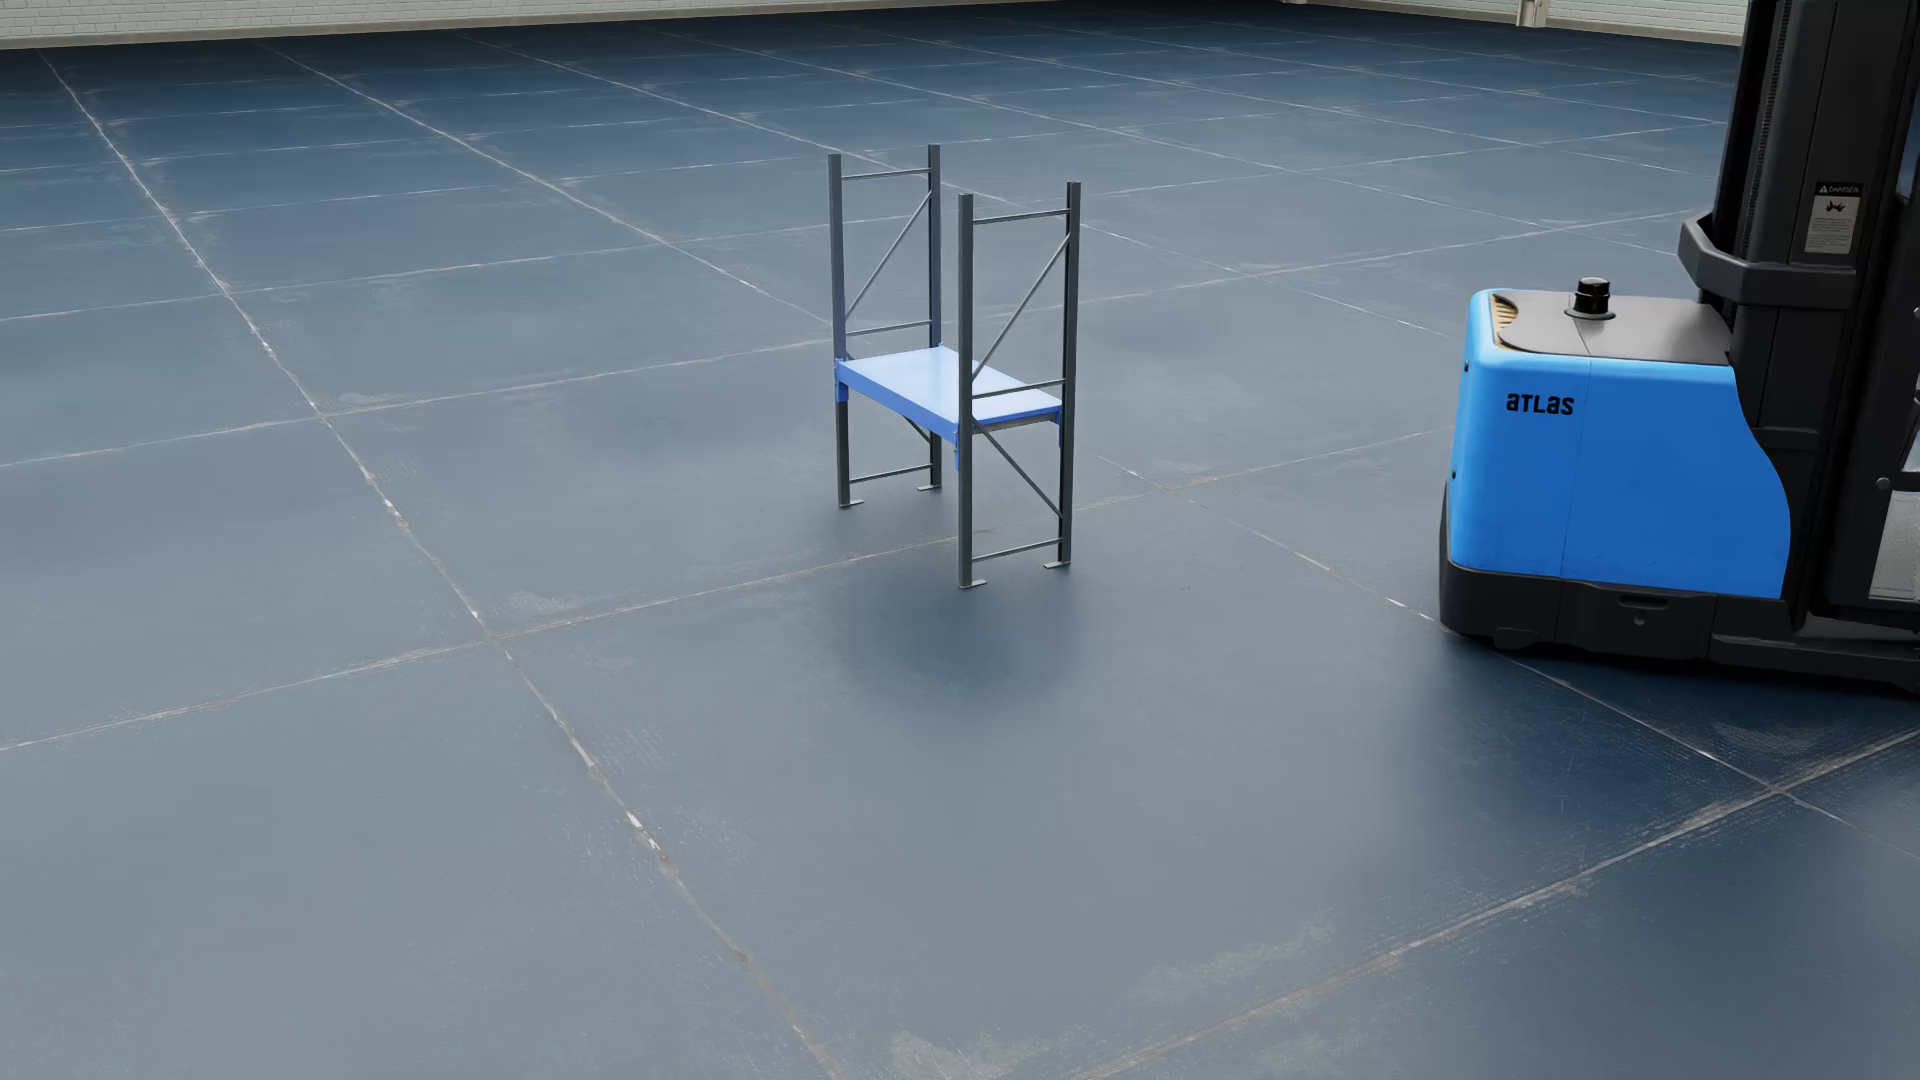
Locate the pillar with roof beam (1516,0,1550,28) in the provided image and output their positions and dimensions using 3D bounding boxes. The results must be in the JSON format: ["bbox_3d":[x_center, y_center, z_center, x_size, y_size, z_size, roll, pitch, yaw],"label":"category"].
[{"bbox_3d":[6.047,-12.109,24.651,9.100,9.000,0.400,-13,25,-28],"label":"pillar with roof beam"}]

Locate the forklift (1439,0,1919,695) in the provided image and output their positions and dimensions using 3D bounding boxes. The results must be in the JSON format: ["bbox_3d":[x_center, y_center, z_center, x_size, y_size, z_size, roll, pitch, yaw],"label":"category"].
[{"bbox_3d":[3.282,-1.015,5.417,3.031,2.935,1.130,6,23,14],"label":"forklift"}]

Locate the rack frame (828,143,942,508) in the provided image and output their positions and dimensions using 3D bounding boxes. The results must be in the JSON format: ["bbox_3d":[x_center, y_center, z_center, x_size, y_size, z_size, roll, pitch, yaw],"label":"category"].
[{"bbox_3d":[-0.303,-0.887,7.002,0.500,1.500,0.032,-13,25,-28],"label":"rack frame"}]

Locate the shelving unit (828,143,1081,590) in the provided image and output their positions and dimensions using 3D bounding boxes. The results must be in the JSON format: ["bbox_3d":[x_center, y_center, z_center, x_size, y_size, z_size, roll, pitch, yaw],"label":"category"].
[{"bbox_3d":[-0.044,-0.722,6.597,0.538,1.500,1.048,-13,25,-28],"label":"shelving unit"}]

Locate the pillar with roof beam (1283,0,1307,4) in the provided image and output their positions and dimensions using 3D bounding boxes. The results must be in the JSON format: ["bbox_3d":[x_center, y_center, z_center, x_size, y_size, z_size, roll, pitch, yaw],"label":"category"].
[{"bbox_3d":[2.982,-14.051,29.430,9.100,9.000,0.400,-13,25,-28],"label":"pillar with roof beam"}]

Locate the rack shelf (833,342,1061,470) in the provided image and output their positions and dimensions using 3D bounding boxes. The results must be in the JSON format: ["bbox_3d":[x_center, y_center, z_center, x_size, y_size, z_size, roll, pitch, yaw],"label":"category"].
[{"bbox_3d":[-0.044,-0.556,6.665,0.538,0.185,1.000,-13,25,-28],"label":"rack shelf"}]

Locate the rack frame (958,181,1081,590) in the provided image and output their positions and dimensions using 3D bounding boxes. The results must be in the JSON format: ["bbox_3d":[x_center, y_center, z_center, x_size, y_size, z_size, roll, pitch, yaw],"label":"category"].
[{"bbox_3d":[0.216,-0.558,6.192,0.500,1.500,0.032,-13,25,-28],"label":"rack frame"}]
